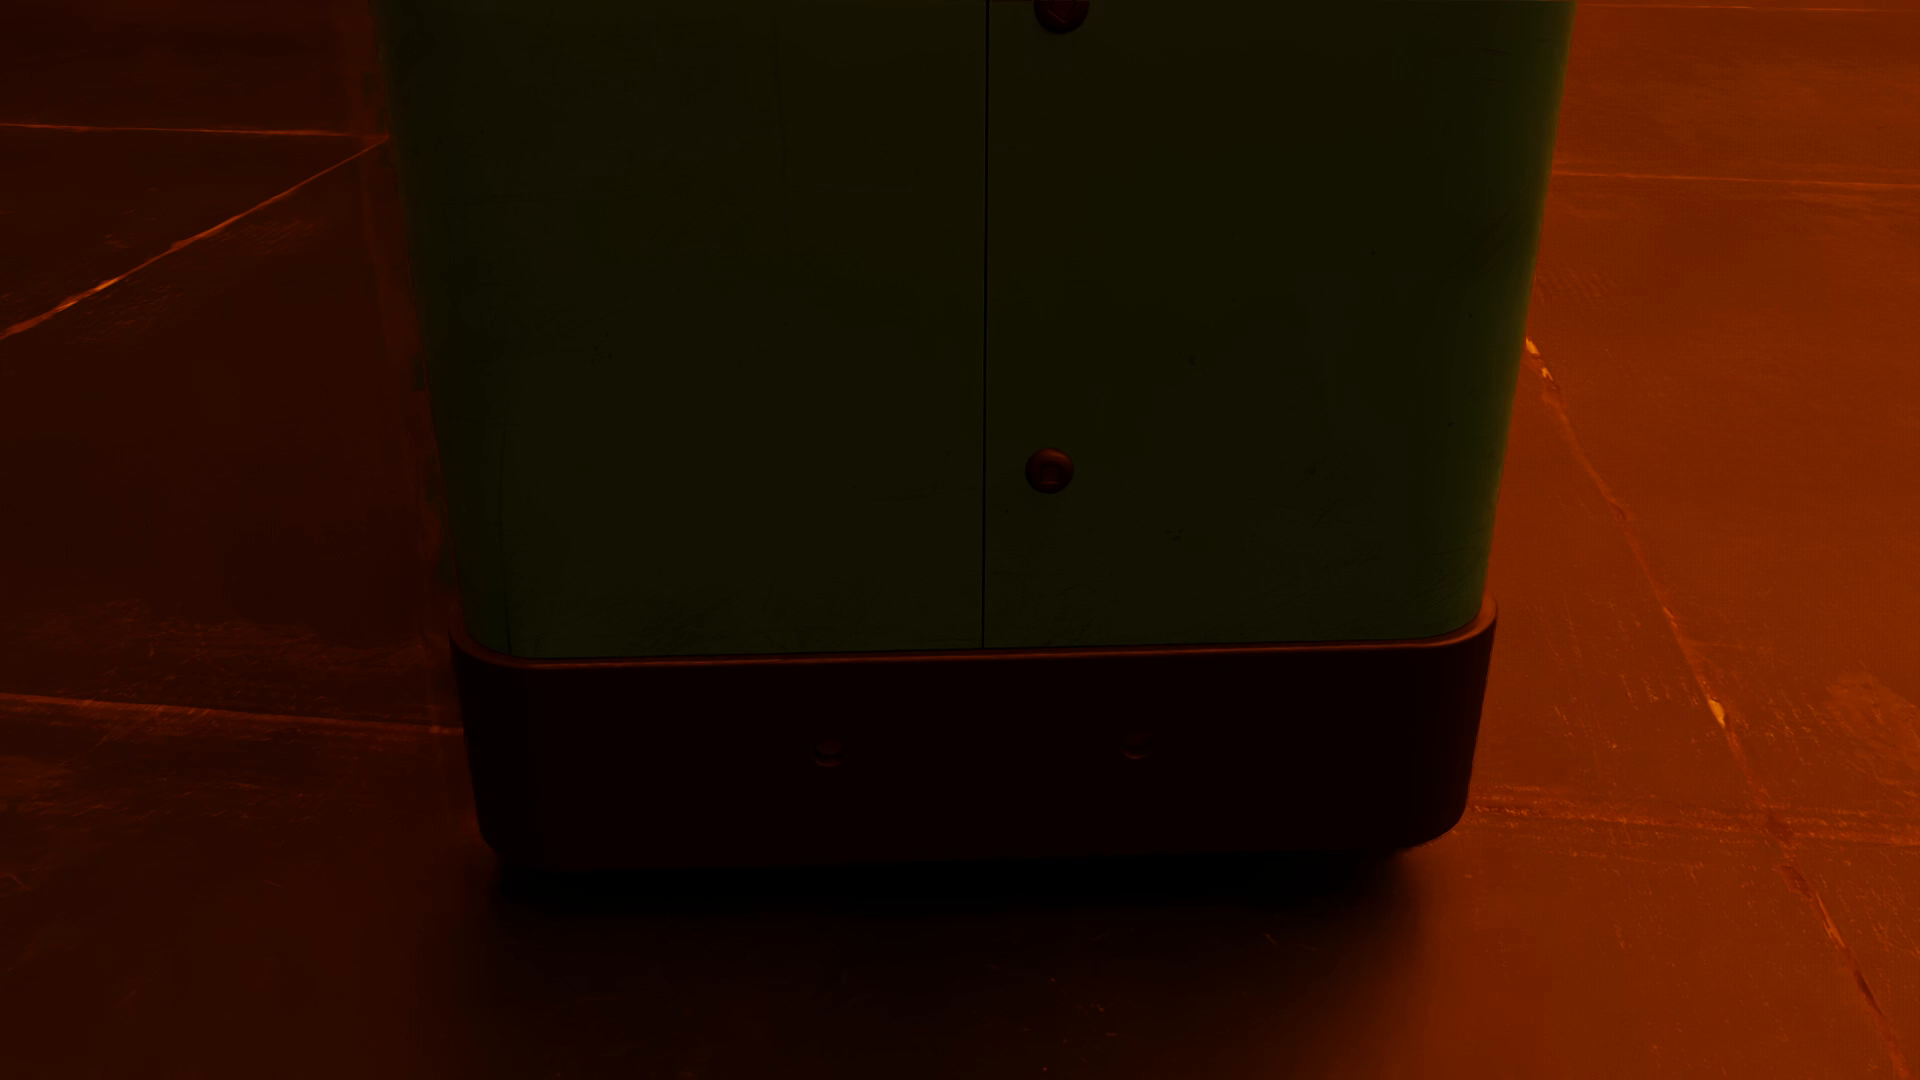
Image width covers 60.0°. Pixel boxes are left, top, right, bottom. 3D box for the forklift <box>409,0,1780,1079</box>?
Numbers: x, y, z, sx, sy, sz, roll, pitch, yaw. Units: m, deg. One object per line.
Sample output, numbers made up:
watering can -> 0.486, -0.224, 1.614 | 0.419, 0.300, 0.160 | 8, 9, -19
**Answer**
forklift -> 0.087, -1.009, 1.239 | 1.130, 2.935, 3.031 | -3, 27, -6
